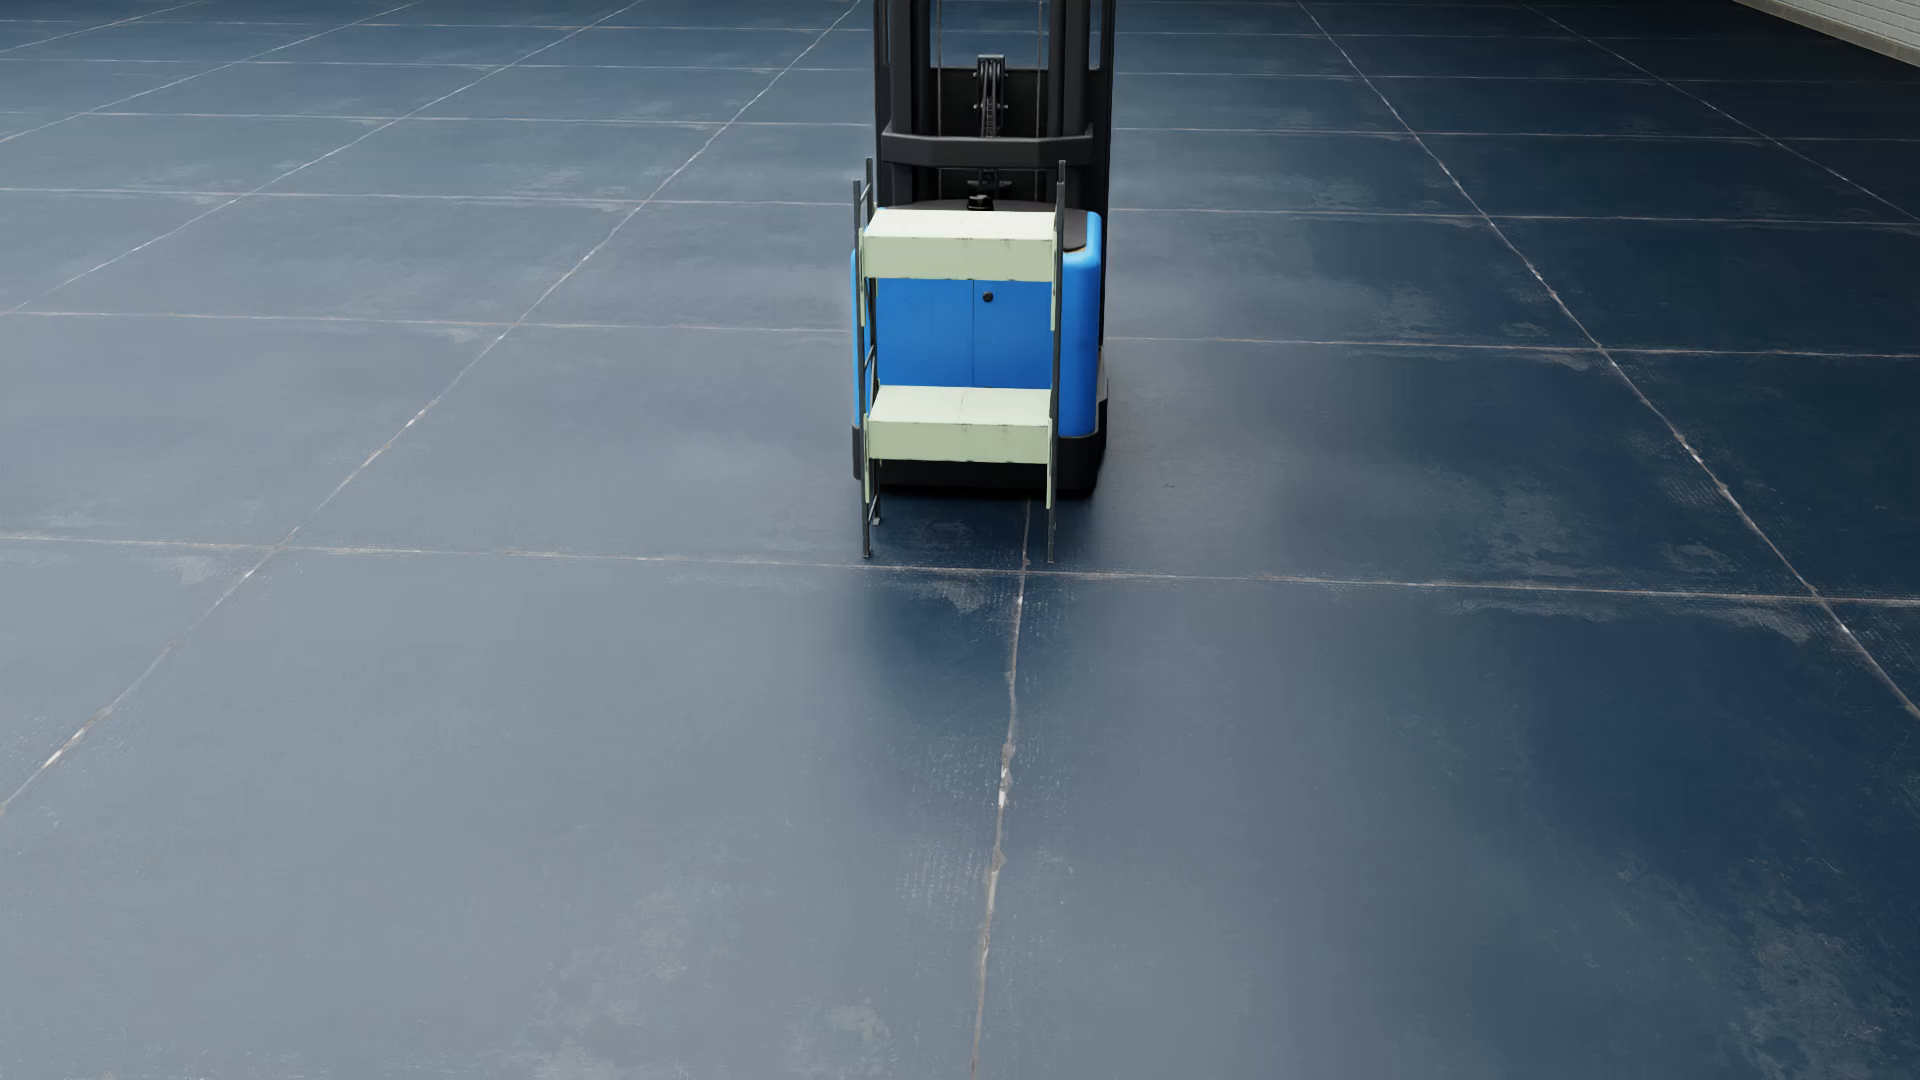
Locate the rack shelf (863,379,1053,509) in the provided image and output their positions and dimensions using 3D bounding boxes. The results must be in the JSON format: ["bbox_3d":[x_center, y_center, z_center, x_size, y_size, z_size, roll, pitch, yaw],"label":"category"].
[{"bbox_3d":[0.007,-0.385,6.572,0.720,0.370,0.431,2,25,4],"label":"rack shelf"}]

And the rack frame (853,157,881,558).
[{"bbox_3d":[-0.358,-0.693,6.461,0.023,1.500,0.400,2,25,4],"label":"rack frame"}]

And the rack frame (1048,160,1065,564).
[{"bbox_3d":[0.372,-0.669,6.411,0.023,1.500,0.400,2,25,4],"label":"rack frame"}]

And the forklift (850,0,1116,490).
[{"bbox_3d":[0.174,-2.121,7.854,1.130,2.935,3.031,2,25,4],"label":"forklift"}]

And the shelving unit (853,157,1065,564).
[{"bbox_3d":[0.007,-0.681,6.436,0.755,1.500,0.431,2,25,4],"label":"shelving unit"}]

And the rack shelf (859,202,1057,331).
[{"bbox_3d":[0.007,-1.036,6.273,0.720,0.370,0.431,2,25,4],"label":"rack shelf"}]
